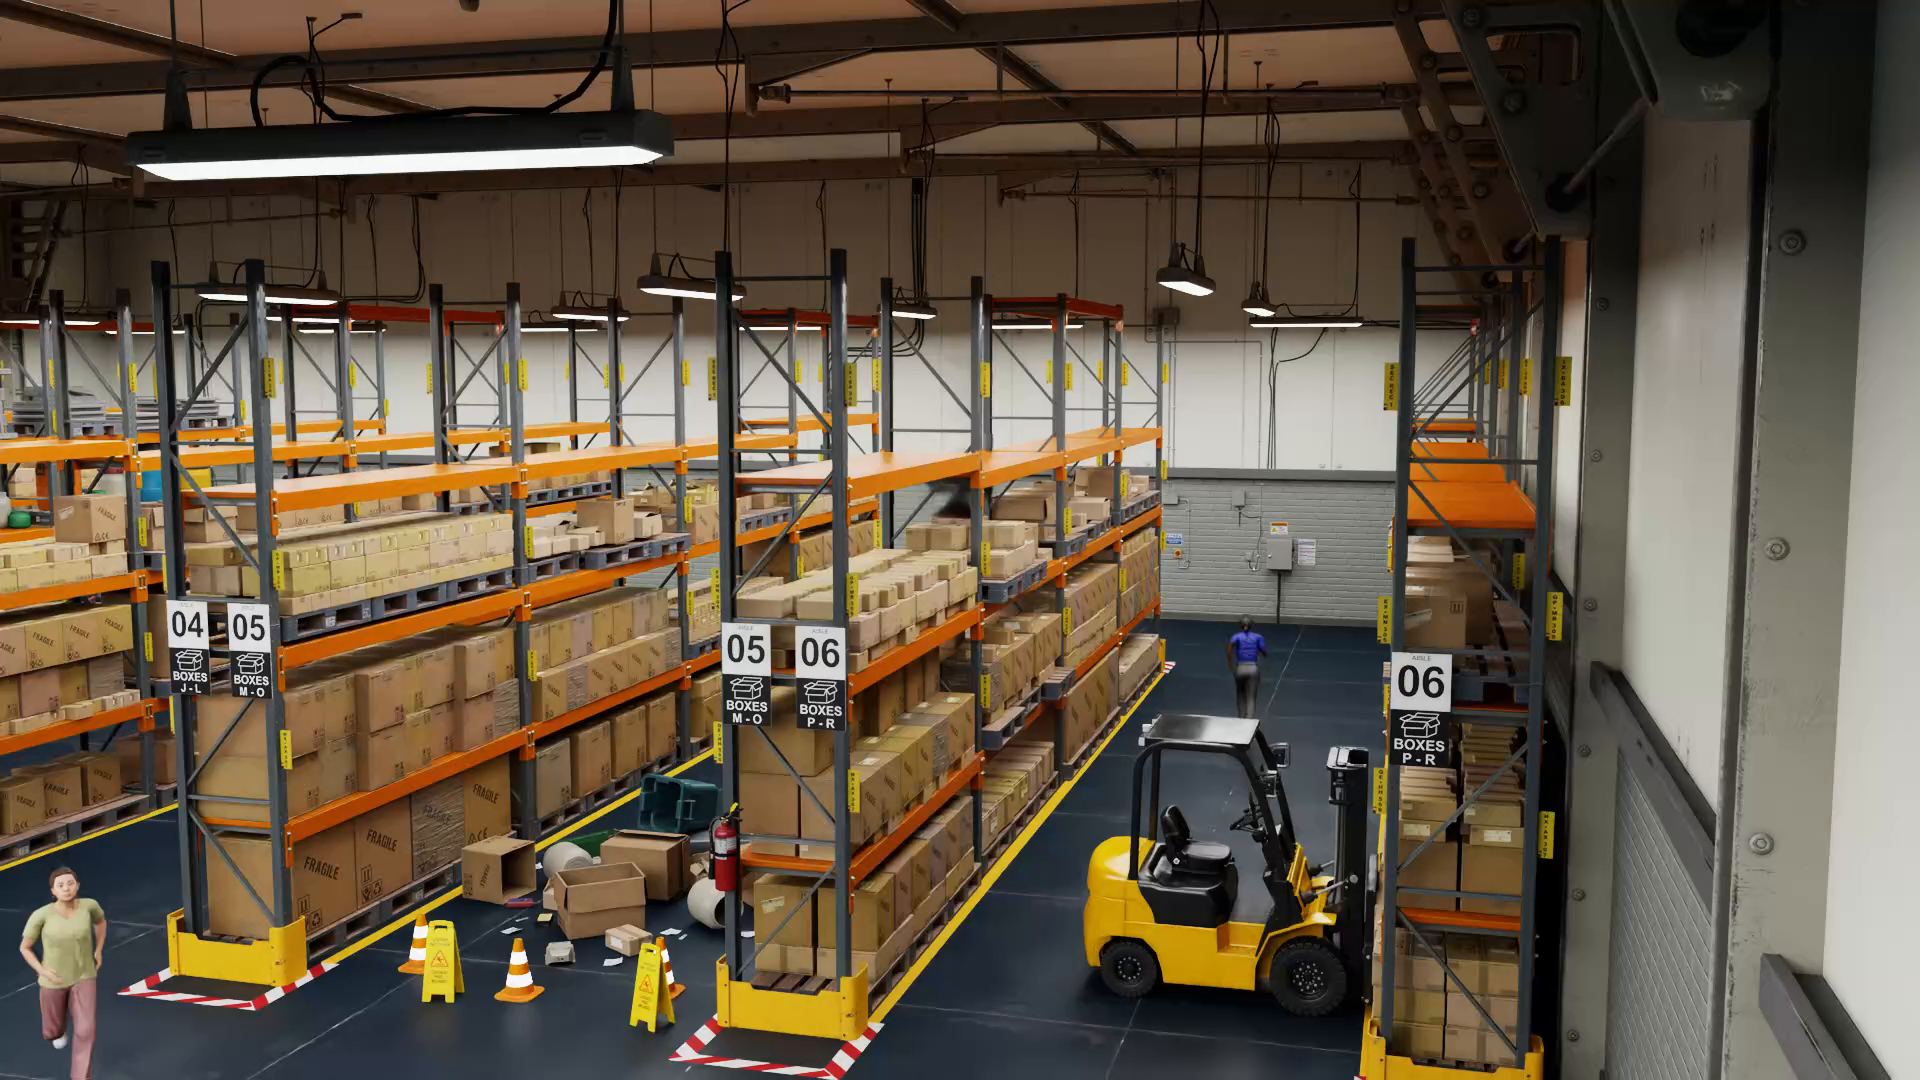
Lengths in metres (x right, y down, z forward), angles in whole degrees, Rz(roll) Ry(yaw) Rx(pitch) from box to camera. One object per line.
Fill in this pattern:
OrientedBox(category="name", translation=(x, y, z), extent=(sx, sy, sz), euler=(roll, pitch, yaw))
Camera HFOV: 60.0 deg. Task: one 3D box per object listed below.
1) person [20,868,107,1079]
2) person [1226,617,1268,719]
OrientedBox(category="person", translation=(-6.317, 3.121, 11.765), extent=(0.556, 1.634, 0.977), euler=(-4, 7, -30))
OrientedBox(category="person", translation=(3.998, 1.933, 23.115), extent=(0.551, 1.652, 0.932), euler=(1, 6, 10))
